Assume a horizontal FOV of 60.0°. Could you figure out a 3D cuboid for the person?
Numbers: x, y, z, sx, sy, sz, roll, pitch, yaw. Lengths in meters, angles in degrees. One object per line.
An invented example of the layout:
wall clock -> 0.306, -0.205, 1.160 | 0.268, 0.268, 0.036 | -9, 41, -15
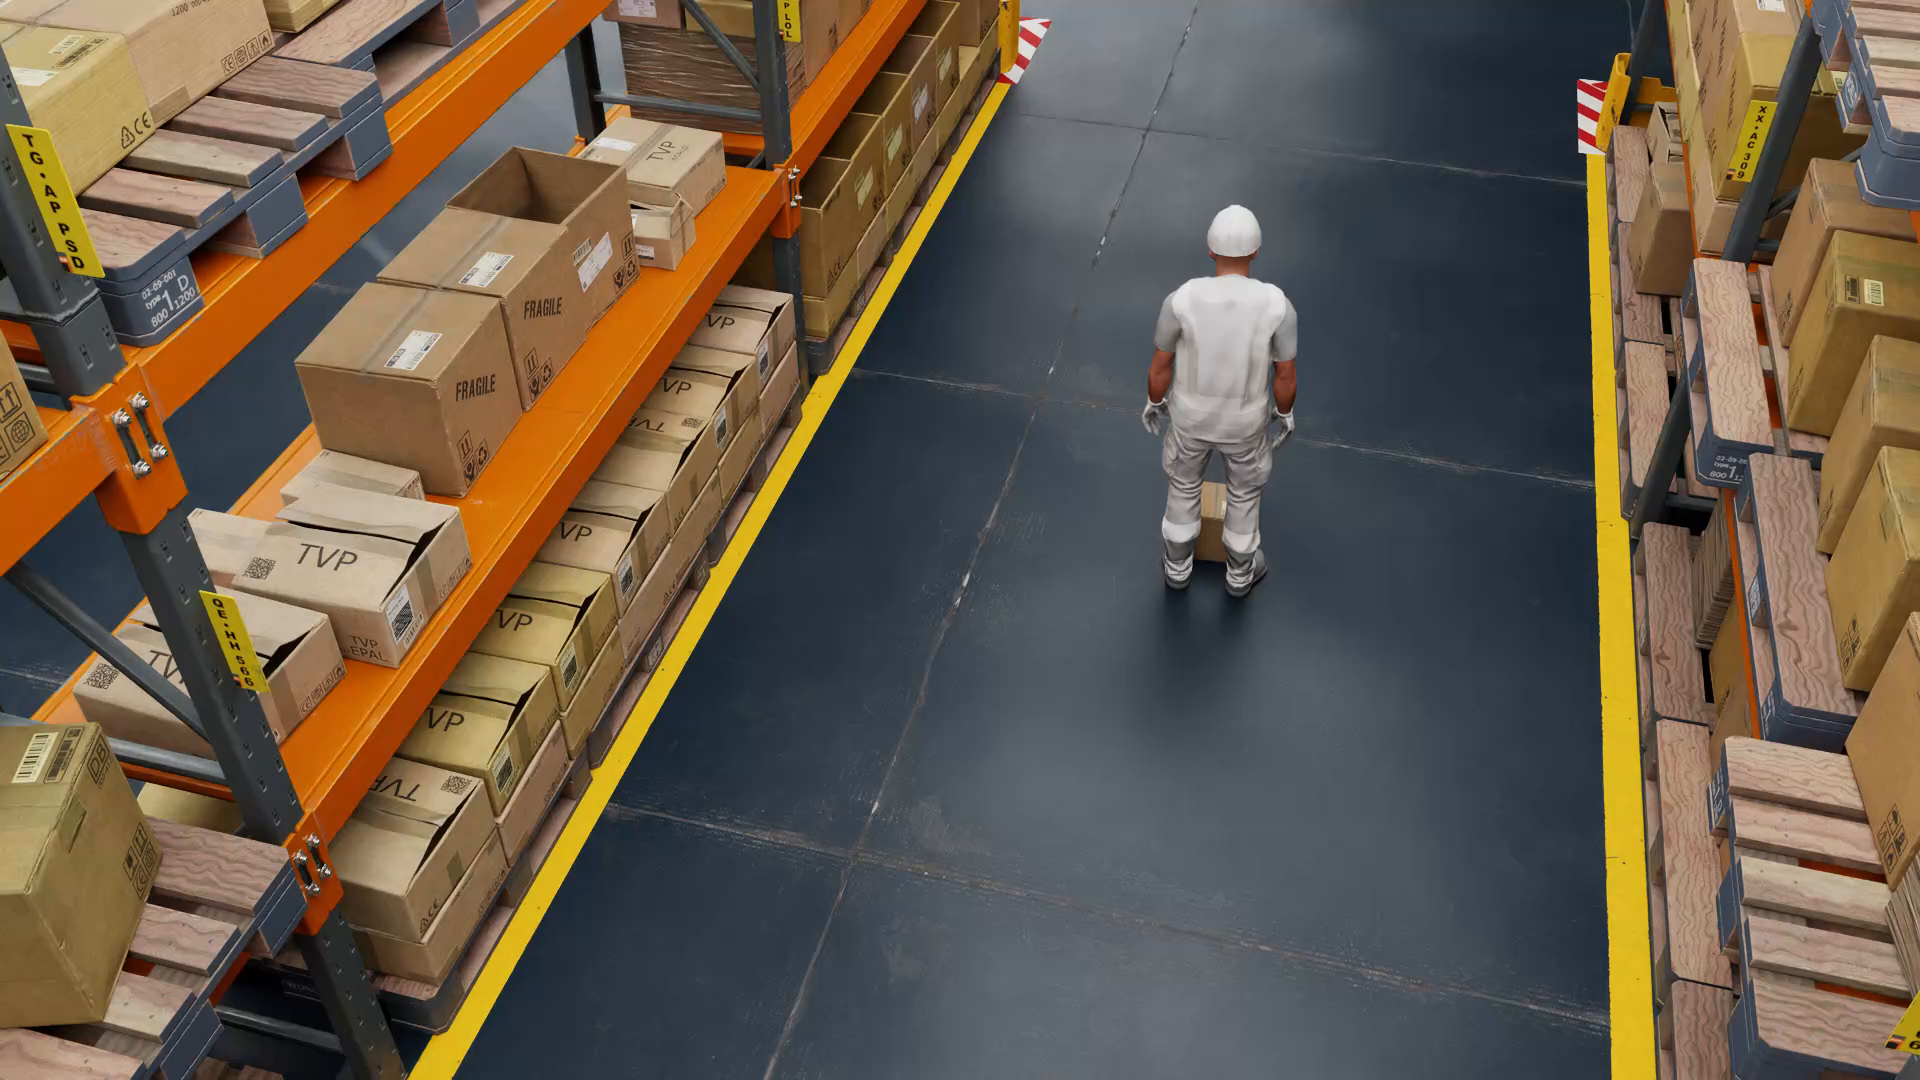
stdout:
person -> 1.052, -0.521, 6.753 | 0.617, 1.778, 0.453 | 8, 41, 9
